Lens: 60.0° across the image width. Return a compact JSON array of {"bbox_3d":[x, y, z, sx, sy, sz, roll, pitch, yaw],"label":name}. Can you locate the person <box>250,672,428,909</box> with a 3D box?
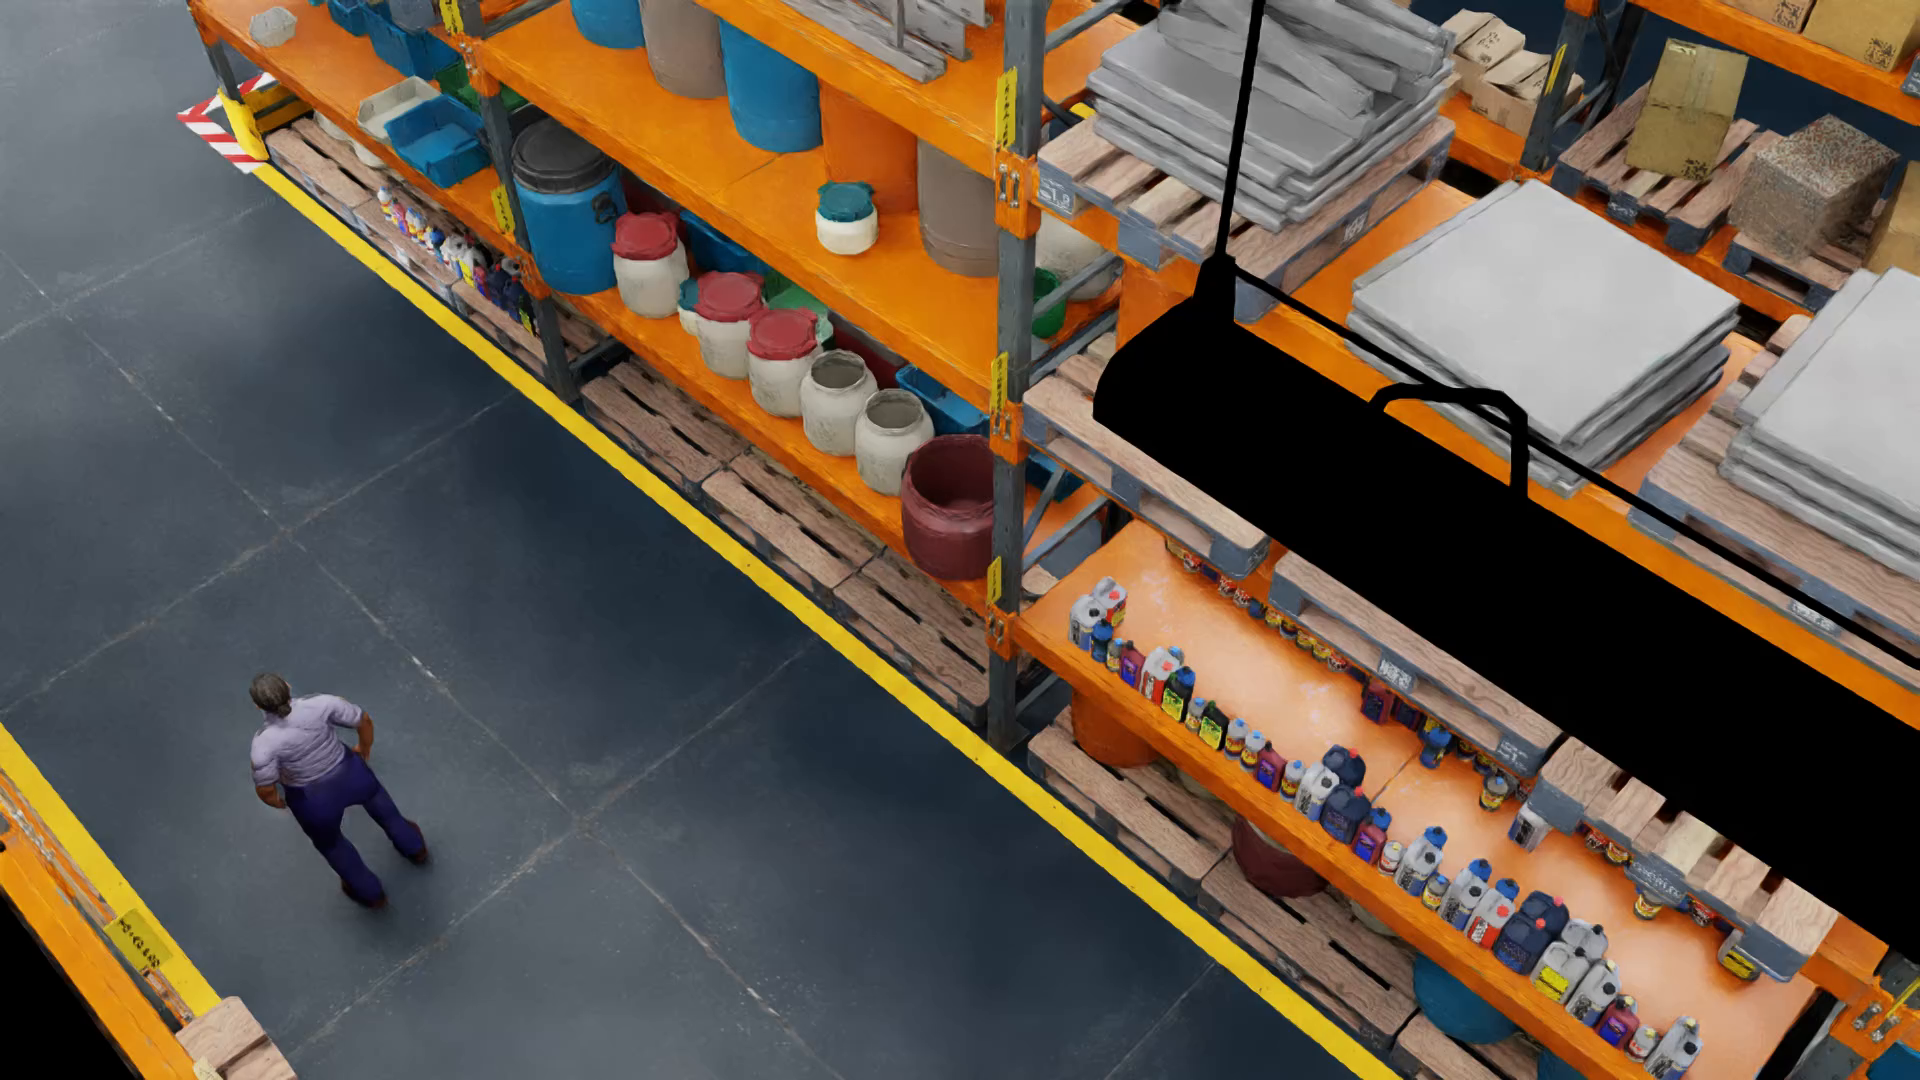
[{"bbox_3d":[-3.155,1.225,8.336,0.510,1.596,0.625,34,58,25],"label":"person"}]
